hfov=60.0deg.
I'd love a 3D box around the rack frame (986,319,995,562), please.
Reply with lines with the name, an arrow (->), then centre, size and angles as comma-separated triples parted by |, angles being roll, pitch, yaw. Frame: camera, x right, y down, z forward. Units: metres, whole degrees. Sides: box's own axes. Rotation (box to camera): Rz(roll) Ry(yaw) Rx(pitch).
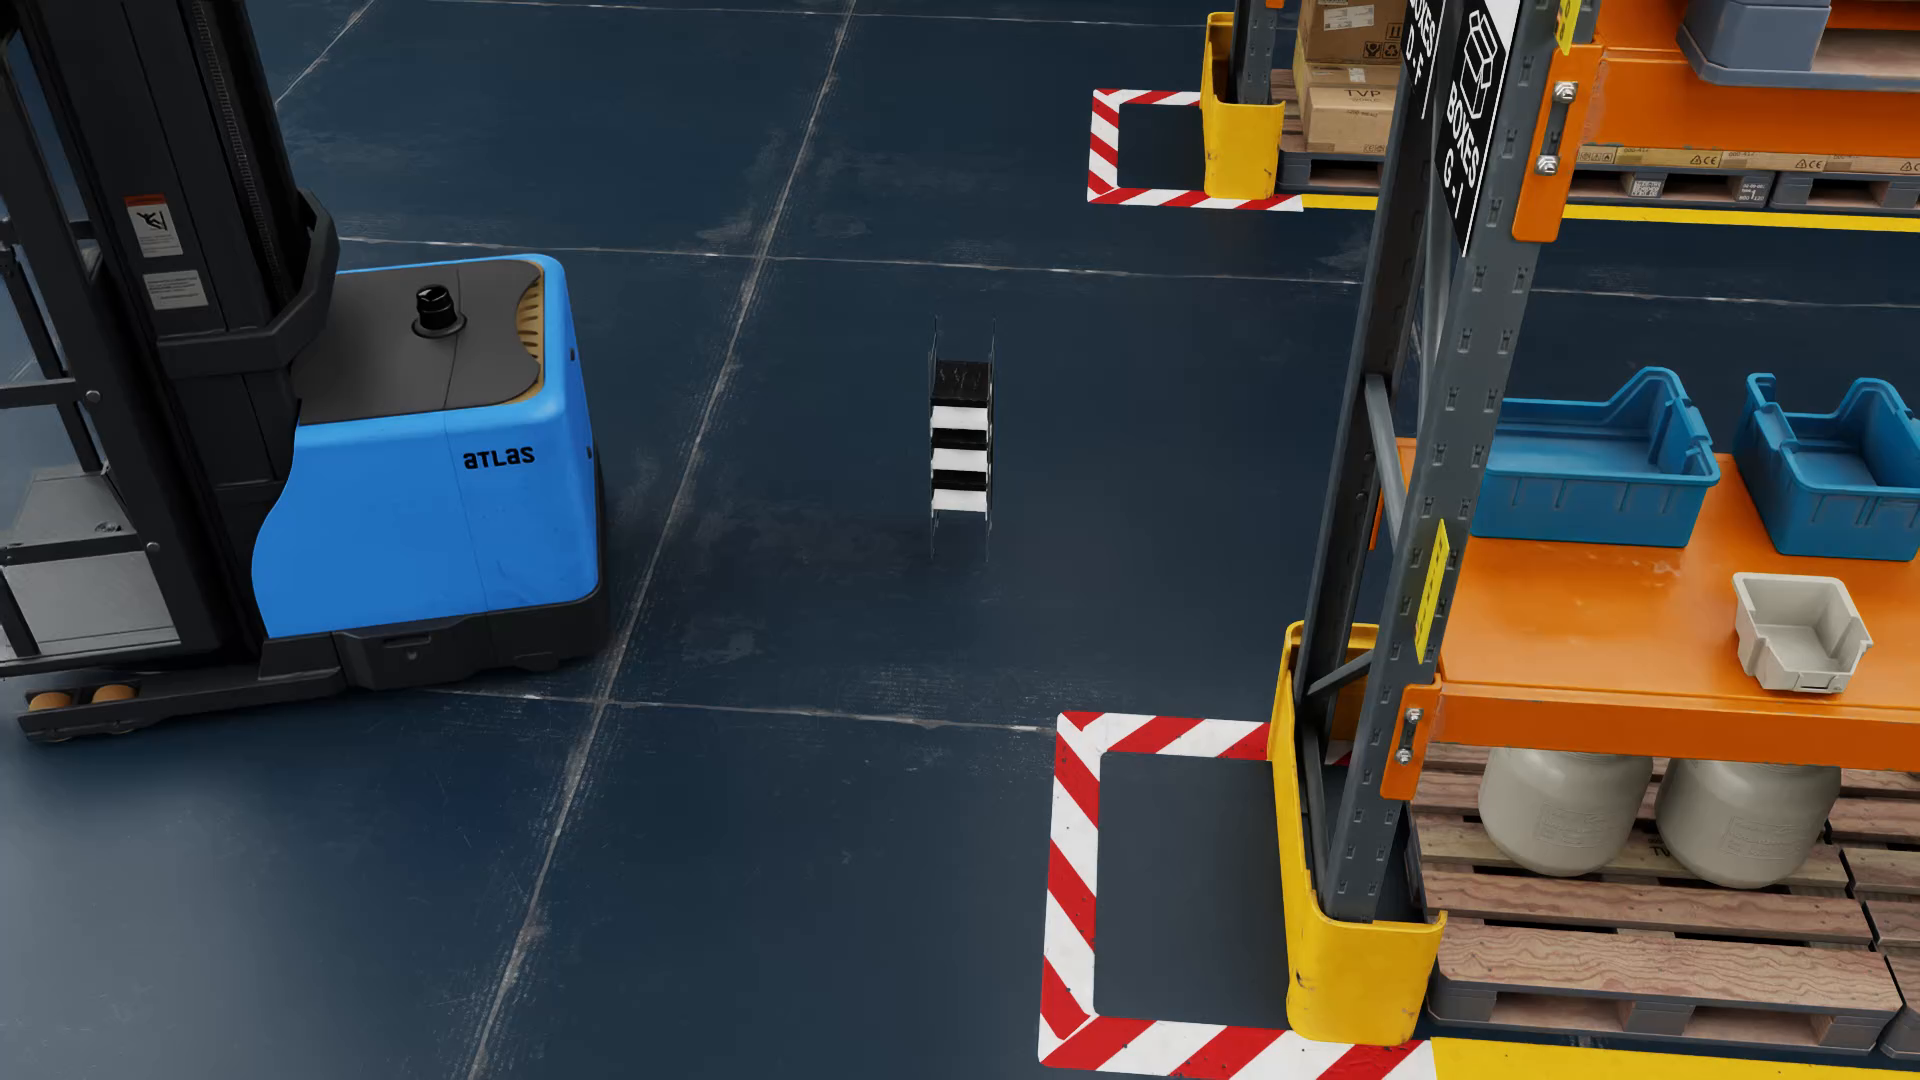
rack frame -> 0.109, -0.343, 5.959 | 0.006, 0.900, 0.240 | 3, 39, 4

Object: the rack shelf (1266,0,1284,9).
rack shelf -> 3.471, -2.854, 7.950 | 4.000, 0.370, 1.077 | 3, 39, 4

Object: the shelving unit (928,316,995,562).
shelving unit -> 0.008, -0.349, 5.965 | 0.210, 0.900, 0.258 | 3, 39, 4

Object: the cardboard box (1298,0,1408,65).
cardboard box -> 2.039, -2.787, 8.549 | 0.500, 0.500, 0.500 | 3, 39, 4

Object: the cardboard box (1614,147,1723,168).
cardboard box -> 3.488, -2.086, 8.282 | 0.500, 0.250, 0.500 | 3, 39, 4

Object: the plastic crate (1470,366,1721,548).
plastic crate -> 1.572, -0.230, 4.274 | 0.616, 0.251, 0.499 | 3, 39, 4

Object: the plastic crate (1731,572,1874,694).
plastic crate -> 1.911, 0.227, 3.804 | 0.250, 0.136, 0.298 | 3, 39, 4

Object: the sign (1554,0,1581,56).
sign -> 0.996, -0.948, 2.655 | 0.005, 0.325, 0.100 | 3, 39, 4

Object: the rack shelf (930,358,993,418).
rack shelf -> 0.008, -0.532, 5.816 | 0.200, 0.077, 0.258 | 3, 39, 4

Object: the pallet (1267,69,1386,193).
pallet -> 2.244, -2.145, 8.718 | 1.213, 0.211, 1.003 | 3, 39, 4

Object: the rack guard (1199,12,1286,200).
rack guard -> 1.455, -2.273, 8.647 | 0.348, 0.500, 1.175 | 3, 39, 4

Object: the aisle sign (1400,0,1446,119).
aisle sign -> 1.002, -1.325, 3.443 | 0.004, 0.787, 0.394 | 3, 39, 4

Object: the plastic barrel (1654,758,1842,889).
plastic barrel -> 2.209, 0.691, 4.664 | 0.421, 0.512, 0.421 | 0, 39, 0

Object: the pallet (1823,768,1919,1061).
pallet -> 3.148, 1.045, 4.799 | 1.213, 0.211, 1.003 | 3, 39, 4

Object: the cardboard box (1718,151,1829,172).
cardboard box -> 3.986, -2.059, 8.249 | 0.500, 0.250, 0.500 | 3, 39, 4

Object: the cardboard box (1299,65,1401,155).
cardboard box -> 1.994, -2.169, 8.384 | 0.500, 0.250, 0.500 | 3, 39, 4

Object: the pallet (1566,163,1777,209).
pallet -> 3.456, -2.077, 8.634 | 1.213, 0.211, 1.003 | 3, 39, 4

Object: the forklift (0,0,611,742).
forklift -> -2.771, -0.840, 4.960 | 3.031, 2.935, 1.130 | -7, 40, -8

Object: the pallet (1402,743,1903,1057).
pallet -> 1.936, 0.977, 4.882 | 1.213, 0.211, 1.003 | 3, 39, 4

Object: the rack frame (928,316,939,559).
rack frame -> -0.093, -0.354, 5.972 | 0.006, 0.900, 0.240 | 3, 39, 4

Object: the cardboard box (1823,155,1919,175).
cardboard box -> 4.486, -2.041, 8.227 | 0.500, 0.250, 0.500 | 3, 39, 4

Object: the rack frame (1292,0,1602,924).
rack frame -> 1.048, -0.126, 4.029 | 0.127, 3.000, 1.000 | 3, 39, 4

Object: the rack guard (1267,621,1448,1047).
rack guard -> 1.127, 0.818, 4.850 | 0.348, 0.500, 1.175 | 3, 39, 4

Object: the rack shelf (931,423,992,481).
rack shelf -> 0.008, -0.323, 5.986 | 0.200, 0.077, 0.258 | 3, 39, 4

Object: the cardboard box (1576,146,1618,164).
cardboard box -> 2.990, -2.116, 8.320 | 0.500, 0.250, 0.500 | 3, 39, 4

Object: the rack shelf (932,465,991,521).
rack shelf -> 0.008, -0.183, 6.100 | 0.200, 0.077, 0.258 | 3, 39, 4

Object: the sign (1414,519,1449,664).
sign -> 0.996, 0.112, 3.517 | 0.005, 0.325, 0.100 | 3, 39, 4

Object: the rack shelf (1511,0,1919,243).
rack shelf -> 3.040, -0.902, 3.176 | 4.000, 0.370, 1.077 | 3, 39, 4

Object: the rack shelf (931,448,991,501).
rack shelf -> 0.008, -0.253, 6.043 | 0.200, 0.077, 0.258 | 3, 39, 4

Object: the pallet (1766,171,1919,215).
pallet -> 4.675, -2.012, 8.554 | 1.213, 0.211, 1.003 | 3, 39, 4

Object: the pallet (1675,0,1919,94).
pallet -> 1.863, -1.110, 3.011 | 1.213, 0.211, 1.003 | 3, 39, 4

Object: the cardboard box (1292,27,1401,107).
cardboard box -> 2.039, -2.495, 8.784 | 0.500, 0.250, 0.500 | 3, 39, 4

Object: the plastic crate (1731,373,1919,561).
plastic crate -> 2.219, -0.191, 4.226 | 0.408, 0.251, 0.499 | 3, 39, 4

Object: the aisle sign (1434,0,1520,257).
aisle sign -> 0.951, -0.954, 2.987 | 0.004, 0.787, 0.394 | 3, 39, 4

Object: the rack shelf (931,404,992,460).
rack shelf -> 0.008, -0.393, 5.930 | 0.200, 0.077, 0.258 | 3, 39, 4

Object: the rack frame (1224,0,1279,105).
rack frame -> 1.479, -3.242, 7.856 | 0.127, 3.000, 1.000 | 3, 39, 4

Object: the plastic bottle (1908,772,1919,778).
plastic bottle -> 2.915, 0.612, 4.990 | 0.097, 0.201, 0.097 | 0, 39, 0

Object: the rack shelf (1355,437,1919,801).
rack shelf -> 3.040, 0.261, 4.123 | 4.000, 0.370, 1.077 | 3, 39, 4

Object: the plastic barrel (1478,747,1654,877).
plastic barrel -> 1.710, 0.663, 4.697 | 0.421, 0.512, 0.421 | 0, 39, 0

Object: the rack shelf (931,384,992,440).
rack shelf -> 0.008, -0.462, 5.873 | 0.200, 0.077, 0.258 | 3, 39, 4
